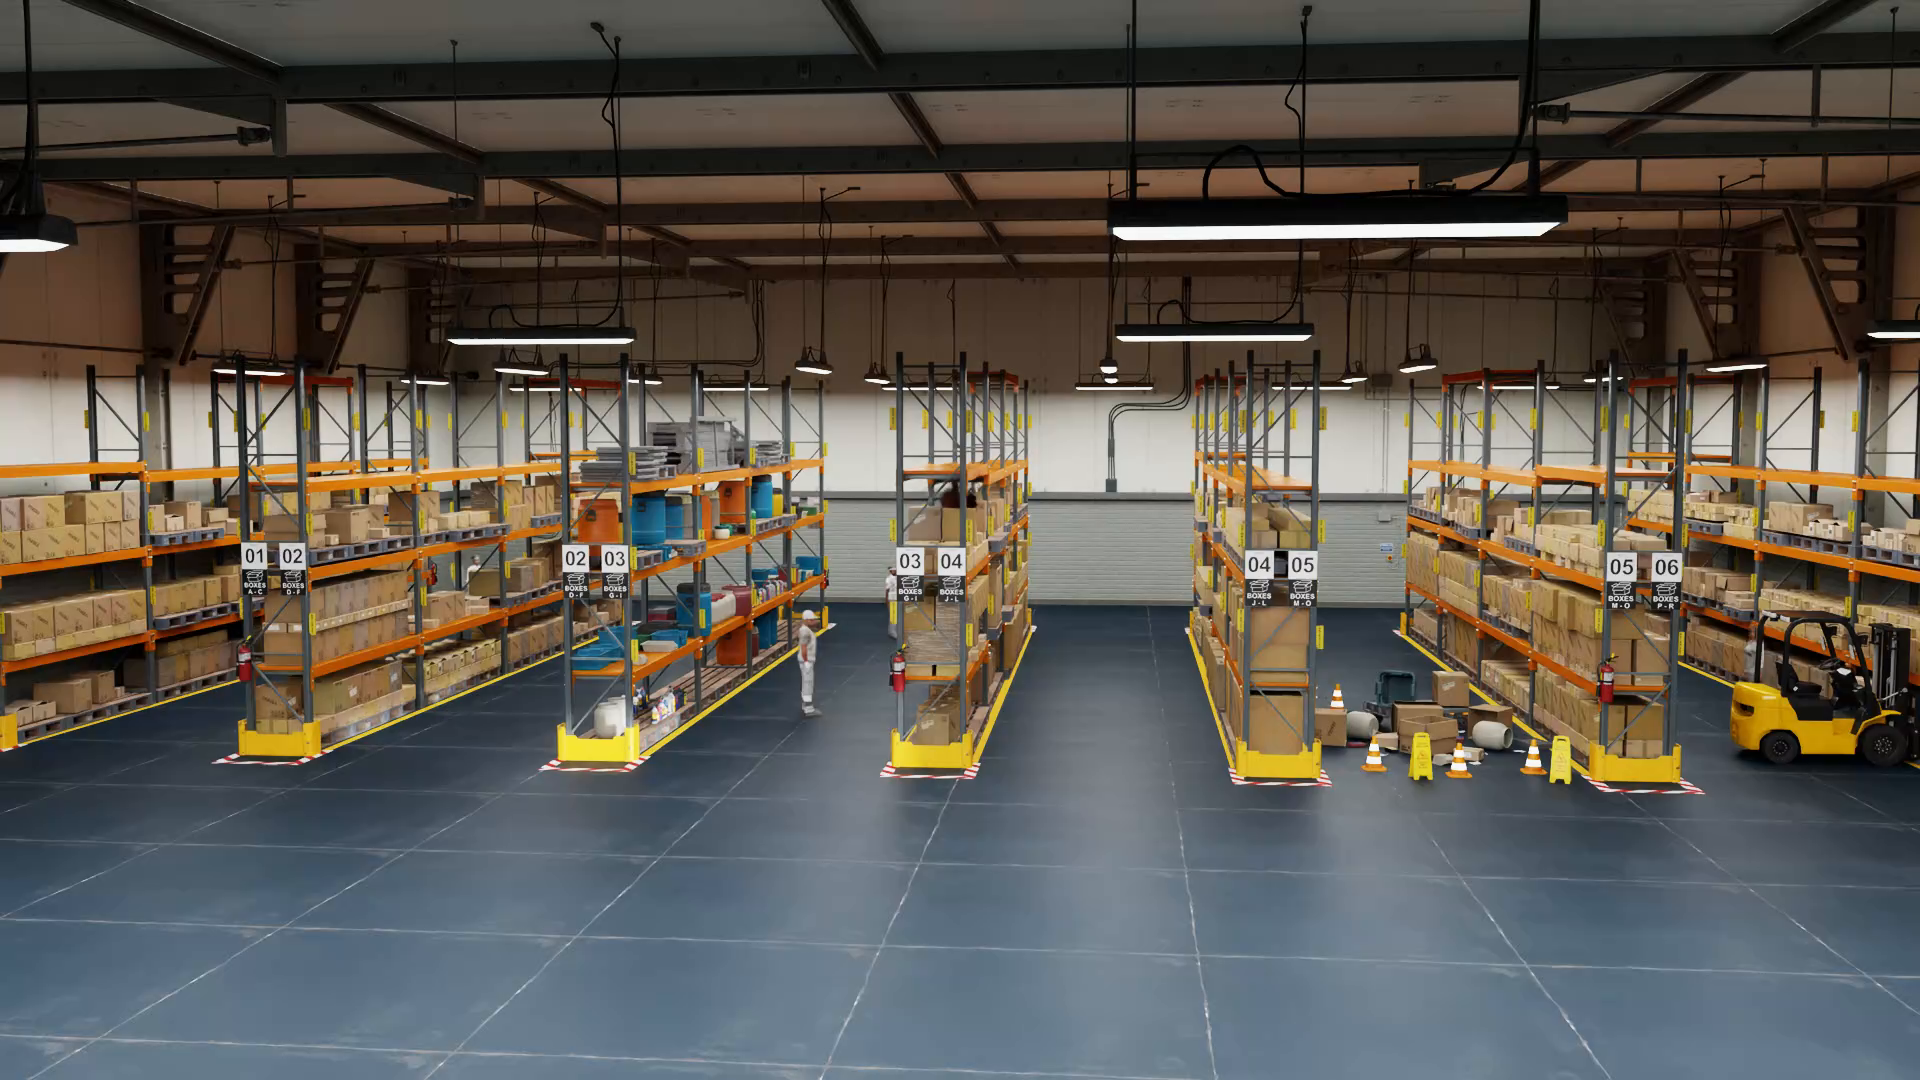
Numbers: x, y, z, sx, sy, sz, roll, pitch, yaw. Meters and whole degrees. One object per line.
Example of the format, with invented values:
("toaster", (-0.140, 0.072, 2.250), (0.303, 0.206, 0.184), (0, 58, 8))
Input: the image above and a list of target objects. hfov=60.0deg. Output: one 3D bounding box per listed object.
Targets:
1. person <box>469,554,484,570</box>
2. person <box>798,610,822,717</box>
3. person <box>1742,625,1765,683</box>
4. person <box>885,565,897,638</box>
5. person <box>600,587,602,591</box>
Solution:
("person", (-12.170, 1.185, 41.897), (0.711, 1.657, 0.498), (4, 6, 45))
("person", (-2.559, 2.087, 28.315), (0.402, 1.791, 0.617), (0, 4, -1))
("person", (13.317, 2.222, 27.878), (0.373, 1.592, 0.458), (2, 5, 28))
("person", (-1.493, 1.418, 38.747), (0.517, 1.707, 0.495), (3, 5, 32))
("person", (-8.813, 1.148, 42.273), (0.626, 1.740, 0.507), (0, 4, 1))
